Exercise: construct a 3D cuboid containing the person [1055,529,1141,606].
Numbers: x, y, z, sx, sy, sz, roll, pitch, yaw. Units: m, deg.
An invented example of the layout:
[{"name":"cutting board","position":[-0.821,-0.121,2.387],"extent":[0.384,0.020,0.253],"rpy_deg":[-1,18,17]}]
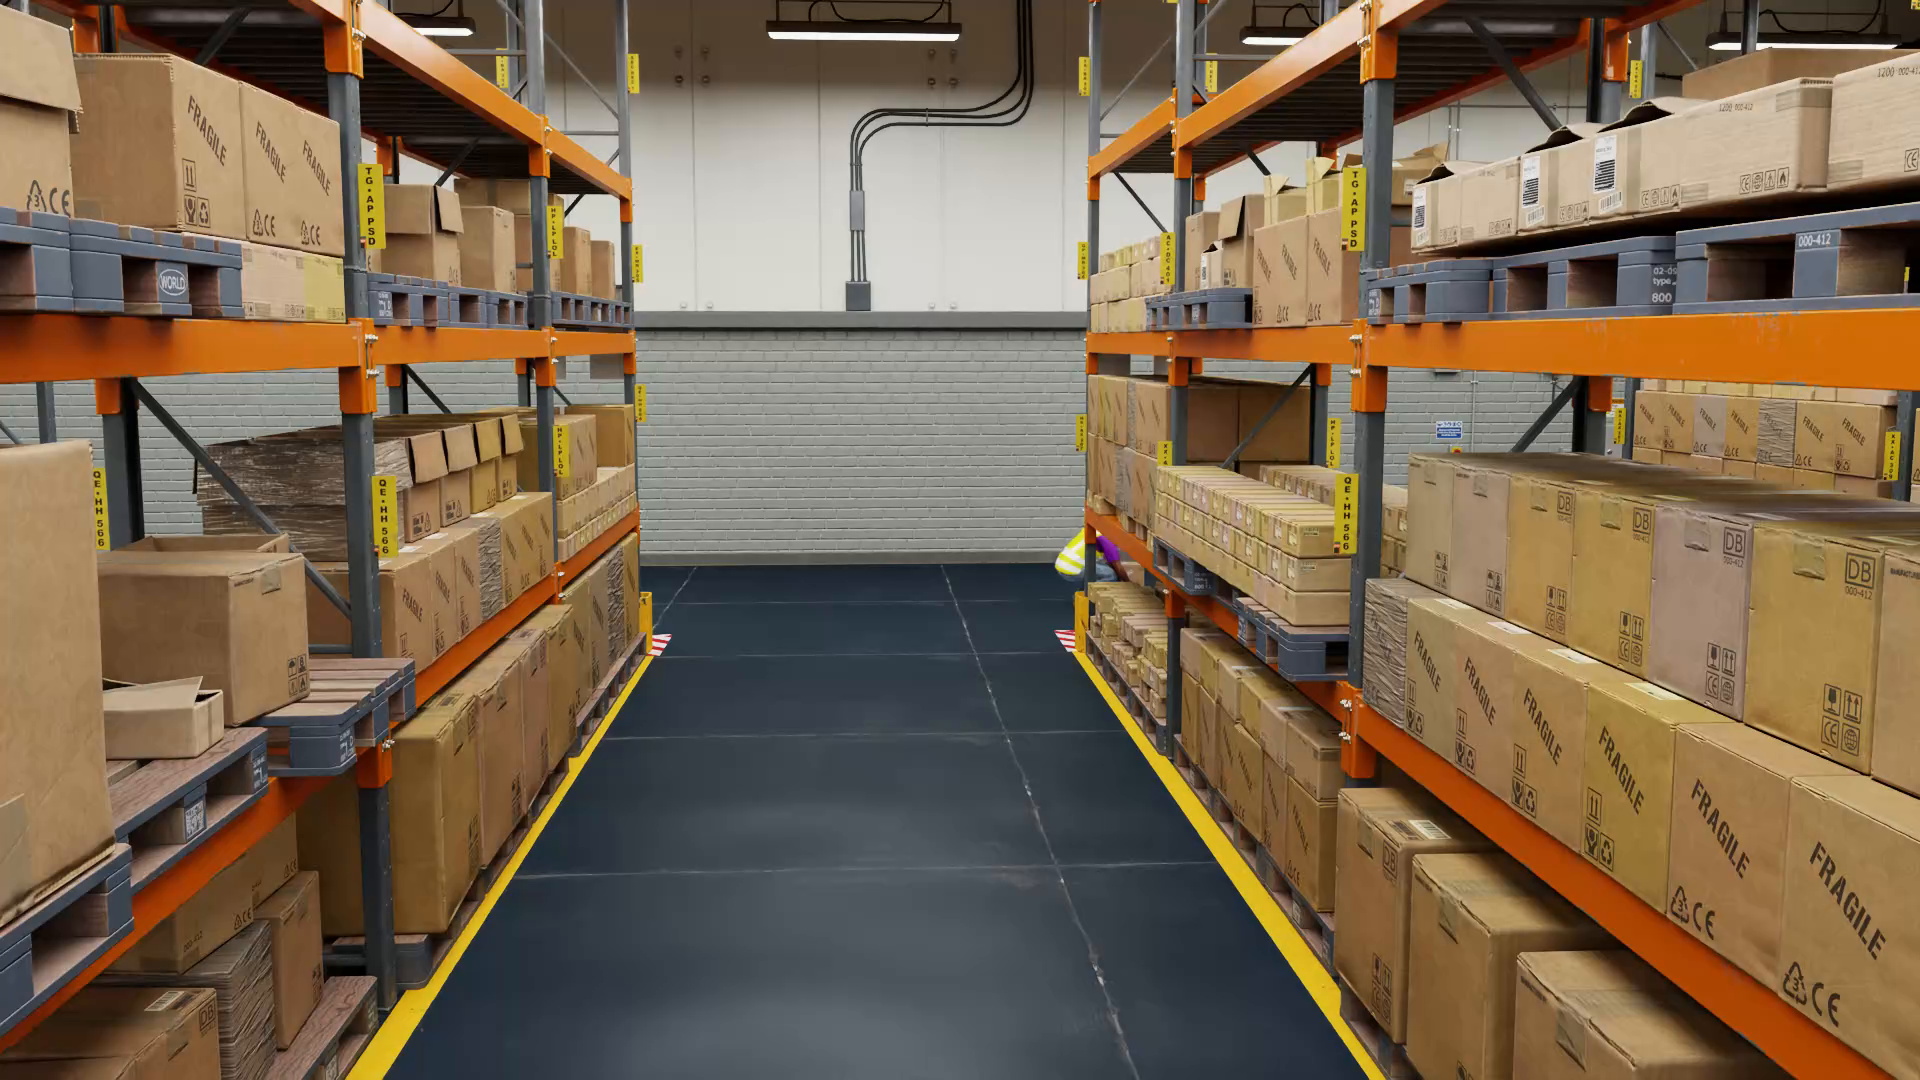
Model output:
[{"name":"person","position":[1.431,0.205,17.233],"extent":[0.884,0.992,0.584],"rpy_deg":[0,7,-4]}]
